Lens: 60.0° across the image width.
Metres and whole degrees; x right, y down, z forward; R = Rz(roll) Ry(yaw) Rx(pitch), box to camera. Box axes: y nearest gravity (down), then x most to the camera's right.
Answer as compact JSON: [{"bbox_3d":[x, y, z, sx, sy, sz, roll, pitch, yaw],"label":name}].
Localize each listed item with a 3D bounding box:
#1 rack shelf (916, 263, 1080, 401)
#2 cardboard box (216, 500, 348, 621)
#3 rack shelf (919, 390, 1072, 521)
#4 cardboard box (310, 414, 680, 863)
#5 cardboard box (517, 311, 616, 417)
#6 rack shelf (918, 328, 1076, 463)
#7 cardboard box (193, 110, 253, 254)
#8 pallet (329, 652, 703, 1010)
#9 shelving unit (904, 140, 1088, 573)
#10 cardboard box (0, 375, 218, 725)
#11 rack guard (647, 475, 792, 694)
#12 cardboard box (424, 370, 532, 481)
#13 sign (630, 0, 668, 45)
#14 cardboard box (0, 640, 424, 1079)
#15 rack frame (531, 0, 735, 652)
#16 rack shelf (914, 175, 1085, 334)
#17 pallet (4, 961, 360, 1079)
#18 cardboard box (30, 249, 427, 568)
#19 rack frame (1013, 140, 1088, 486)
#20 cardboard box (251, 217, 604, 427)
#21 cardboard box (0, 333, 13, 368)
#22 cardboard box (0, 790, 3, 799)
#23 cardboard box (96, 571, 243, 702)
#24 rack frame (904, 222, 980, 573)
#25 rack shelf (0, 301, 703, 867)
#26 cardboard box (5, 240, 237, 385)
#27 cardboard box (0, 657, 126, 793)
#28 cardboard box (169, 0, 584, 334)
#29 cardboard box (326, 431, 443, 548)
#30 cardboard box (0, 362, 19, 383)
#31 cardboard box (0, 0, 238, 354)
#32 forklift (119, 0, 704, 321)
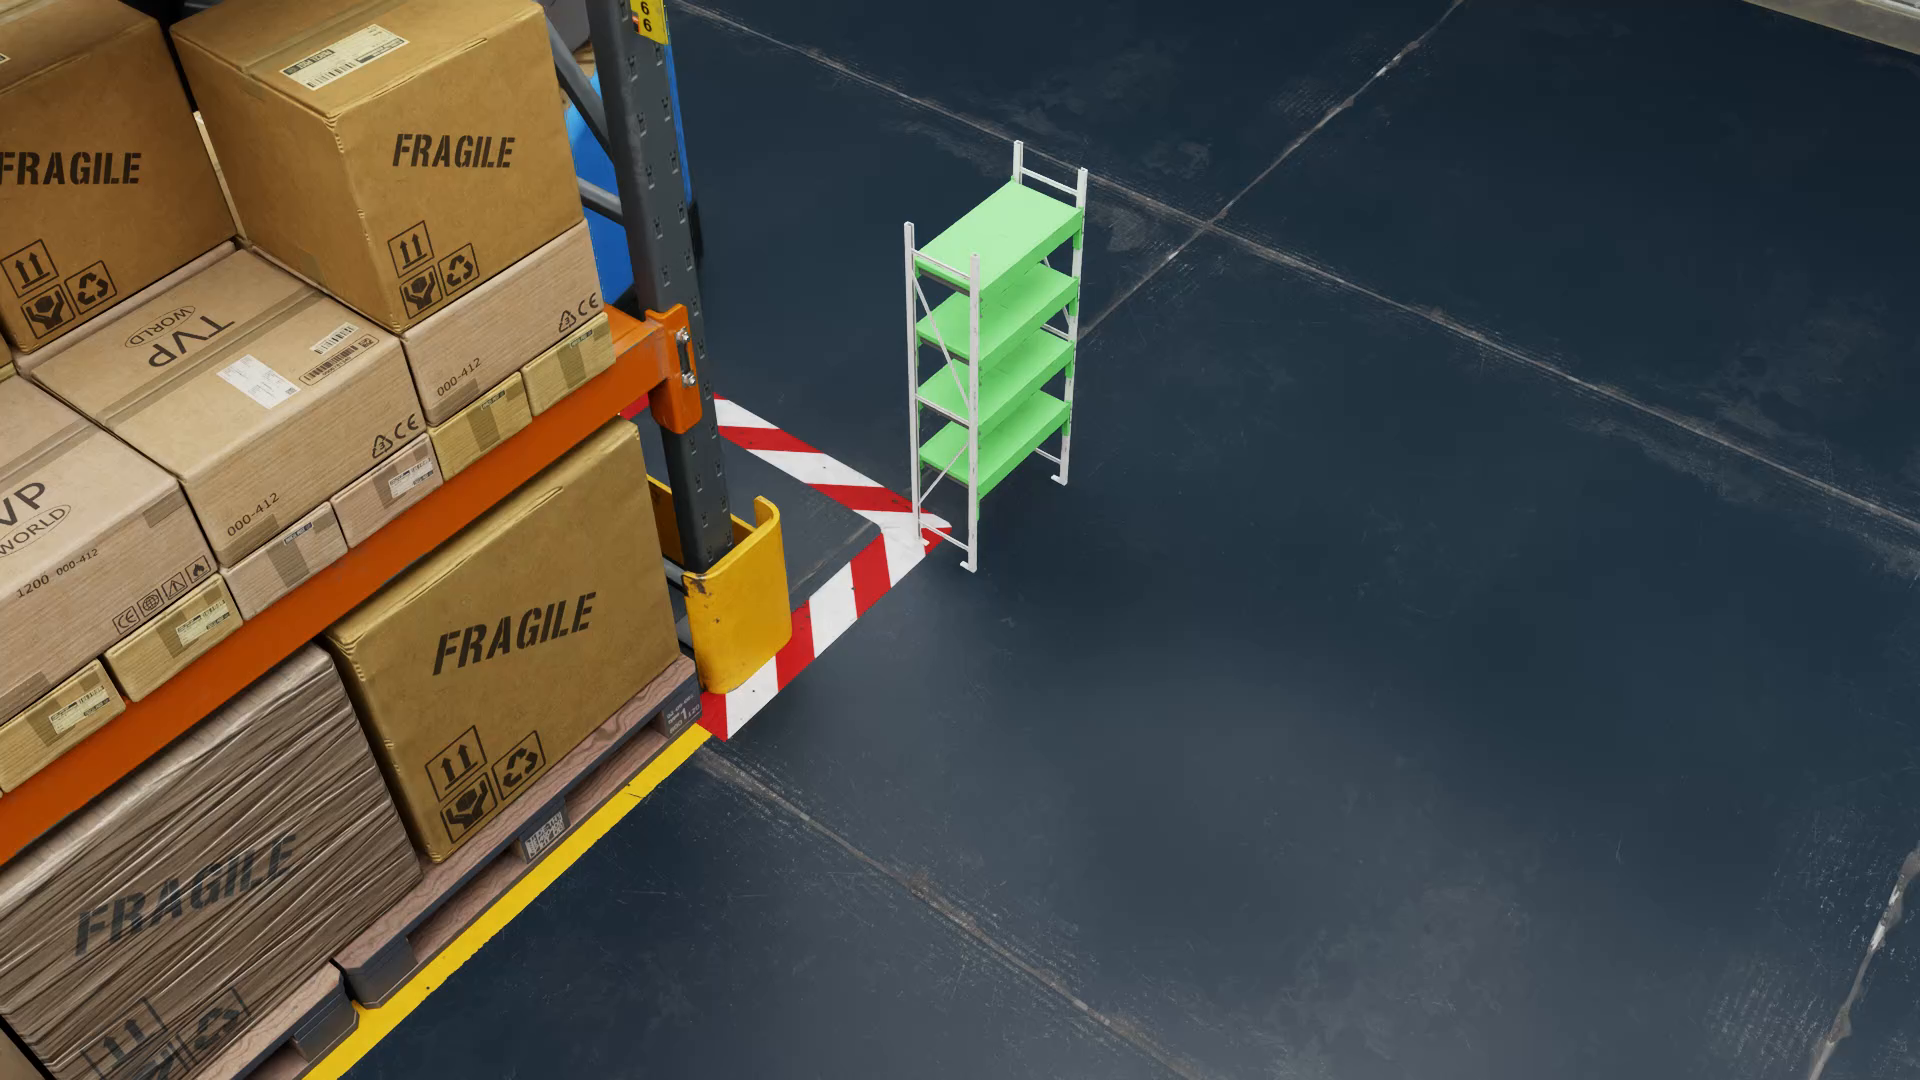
[{"bbox_3d":[0.101,-0.631,4.779,0.258,0.148,0.480,29,53,25],"label":"rack shelf"},{"bbox_3d":[-1.481,-0.040,3.388,0.380,0.149,0.250,30,53,26],"label":"cardboard box"},{"bbox_3d":[0.101,-0.299,5.126,0.258,0.148,0.480,29,53,25],"label":"rack shelf"},{"bbox_3d":[-1.386,0.078,4.280,0.875,0.875,0.875,29,53,25],"label":"cardboard box"},{"bbox_3d":[-1.015,-0.476,3.804,0.380,0.149,0.250,30,53,26],"label":"cardboard box"},{"bbox_3d":[0.101,-0.465,4.953,0.258,0.148,0.480,29,53,25],"label":"rack shelf"},{"bbox_3d":[-1.565,-0.808,3.845,0.500,0.250,0.500,28,52,24],"label":"cardboard box"},{"bbox_3d":[-1.485,0.543,4.585,1.003,0.211,1.213,29,53,25],"label":"pallet"},{"bbox_3d":[0.101,-0.509,4.907,0.258,1.200,0.503,29,53,25],"label":"shelving unit"},{"bbox_3d":[-1.766,0.013,3.061,0.500,0.250,0.500,27,52,24],"label":"cardboard box"},{"bbox_3d":[-1.044,-0.062,4.964,1.175,0.500,0.348,29,53,25],"label":"rack guard"},{"bbox_3d":[-1.173,-0.326,3.661,0.380,0.149,0.250,30,53,25],"label":"cardboard box"},{"bbox_3d":[-0.637,-1.146,3.306,0.100,0.325,0.005,29,53,25],"label":"sign"},{"bbox_3d":[-1.943,0.599,3.782,0.875,0.875,0.875,29,53,25],"label":"cardboard box"},{"bbox_3d":[-1.058,-0.912,4.047,1.000,3.000,0.127,29,53,25],"label":"rack frame"},{"bbox_3d":[0.101,-0.797,4.606,0.258,0.148,0.480,29,53,25],"label":"rack shelf"},{"bbox_3d":[-2.231,1.238,3.921,1.003,0.211,1.213,29,53,25],"label":"pallet"},{"bbox_3d":[-1.455,-0.278,3.340,0.500,0.250,0.500,28,53,24],"label":"cardboard box"},{"bbox_3d":[0.250,-0.649,5.040,0.240,1.200,0.015,29,53,25],"label":"rack frame"},{"bbox_3d":[-1.145,-0.568,3.617,0.500,0.250,0.500,28,53,24],"label":"cardboard box"},{"bbox_3d":[-2.183,-0.481,3.015,0.500,0.500,0.500,28,52,24],"label":"cardboard box"},{"bbox_3d":[-1.950,0.399,2.968,0.380,0.149,0.250,30,53,26],"label":"cardboard box"},{"bbox_3d":[-1.639,0.109,3.245,0.380,0.149,0.250,28,52,24],"label":"cardboard box"},{"bbox_3d":[-0.048,-0.370,4.773,0.240,1.200,0.015,29,53,25],"label":"rack frame"},{"bbox_3d":[-2.281,0.481,3.214,1.077,0.370,4.000,29,53,25],"label":"rack shelf"},{"bbox_3d":[-1.878,-0.507,3.558,0.500,0.250,0.500,29,53,25],"label":"cardboard box"},{"bbox_3d":[-1.797,0.258,3.103,0.380,0.149,0.250,29,53,25],"label":"cardboard box"},{"bbox_3d":[-1.148,-0.827,3.345,0.500,0.500,0.500,30,53,25],"label":"cardboard box"},{"bbox_3d":[-1.328,-0.183,3.524,0.380,0.149,0.250,29,53,25],"label":"cardboard box"},{"bbox_3d":[-2.188,-0.221,3.285,0.500,0.250,0.500,28,52,24],"label":"cardboard box"},{"bbox_3d":[-1.871,-0.781,3.301,0.500,0.500,0.500,28,52,24],"label":"cardboard box"},{"bbox_3d":[-2.525,-1.982,5.117,3.031,2.935,1.130,10,47,10],"label":"forklift"}]
